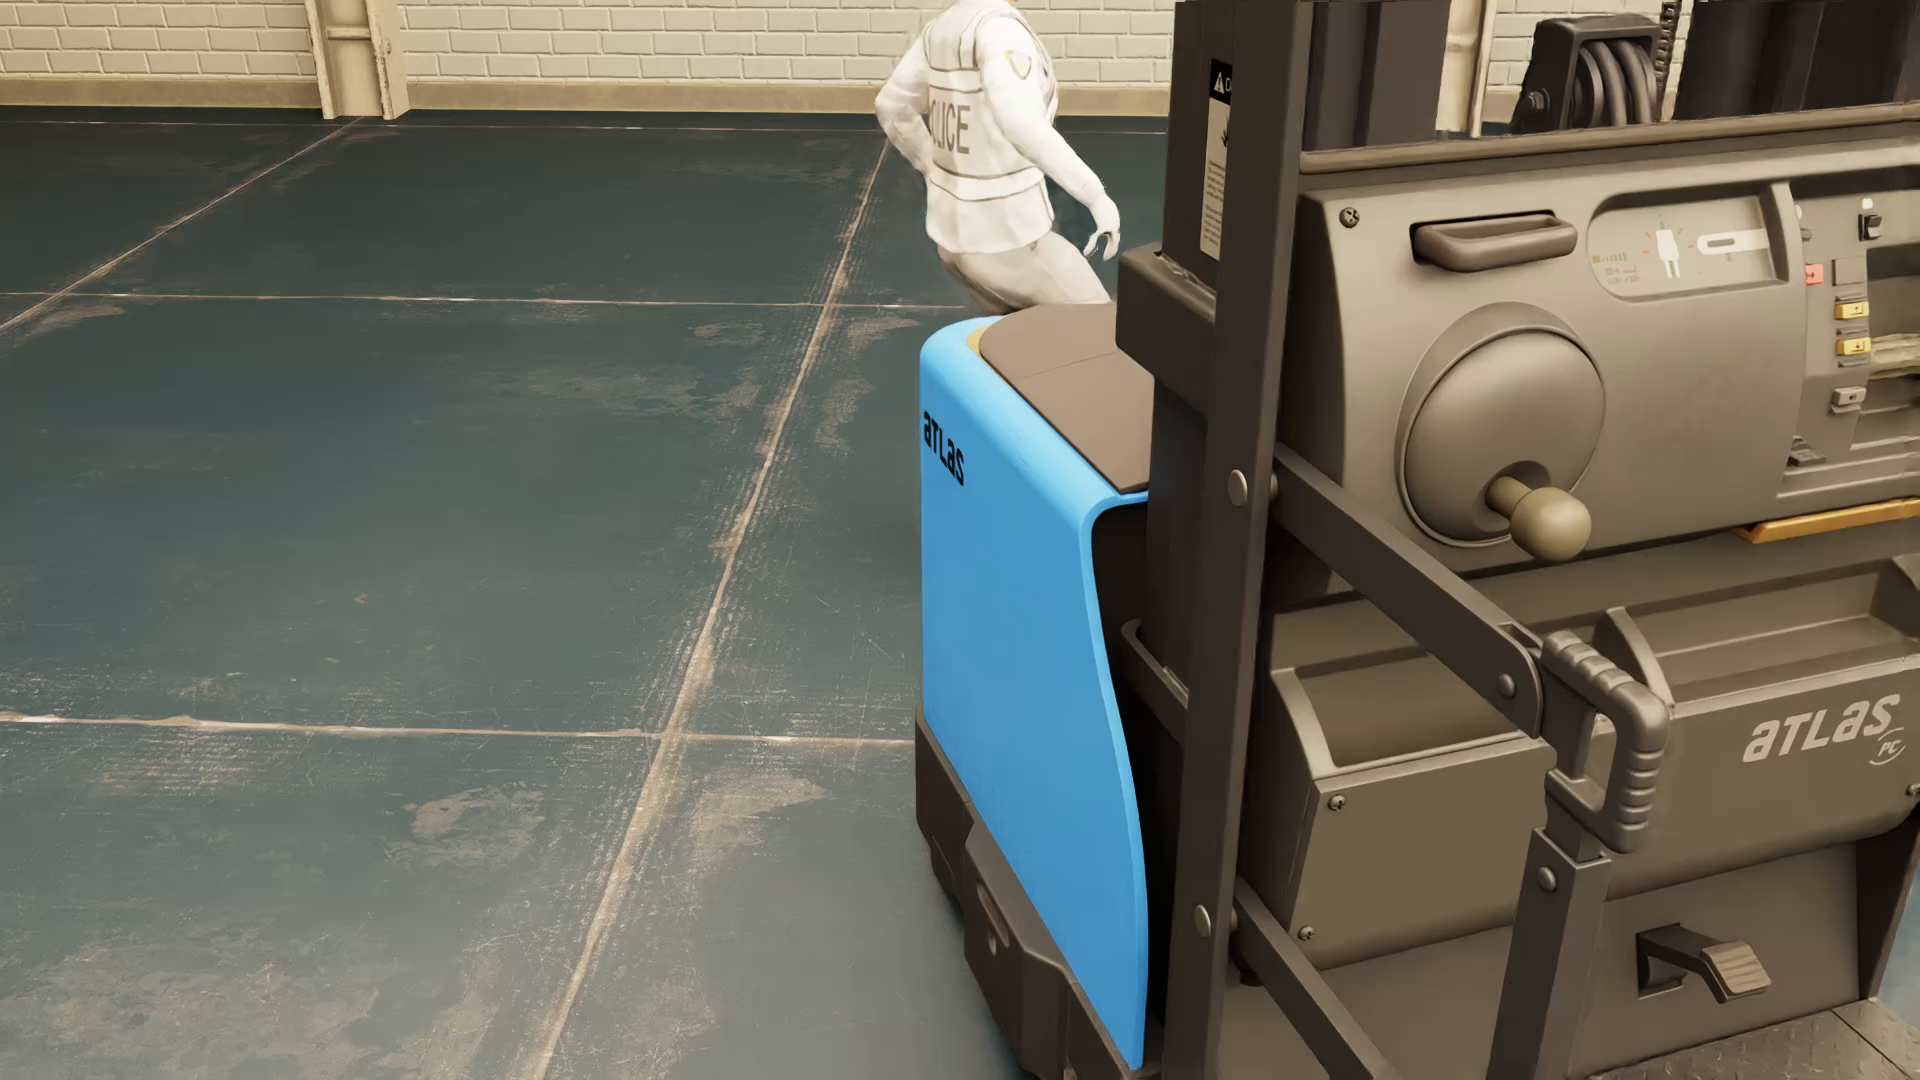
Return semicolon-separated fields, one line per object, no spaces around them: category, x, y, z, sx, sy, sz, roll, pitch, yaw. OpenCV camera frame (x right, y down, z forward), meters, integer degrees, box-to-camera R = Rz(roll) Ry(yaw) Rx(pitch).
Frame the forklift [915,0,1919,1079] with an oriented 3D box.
forklift;0.868;-0.178;1.568;1.130;2.935;3.031;-8;28;-17

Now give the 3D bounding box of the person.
person;0.256;-0.816;4.256;0.761;1.620;0.834;-10;28;-20
